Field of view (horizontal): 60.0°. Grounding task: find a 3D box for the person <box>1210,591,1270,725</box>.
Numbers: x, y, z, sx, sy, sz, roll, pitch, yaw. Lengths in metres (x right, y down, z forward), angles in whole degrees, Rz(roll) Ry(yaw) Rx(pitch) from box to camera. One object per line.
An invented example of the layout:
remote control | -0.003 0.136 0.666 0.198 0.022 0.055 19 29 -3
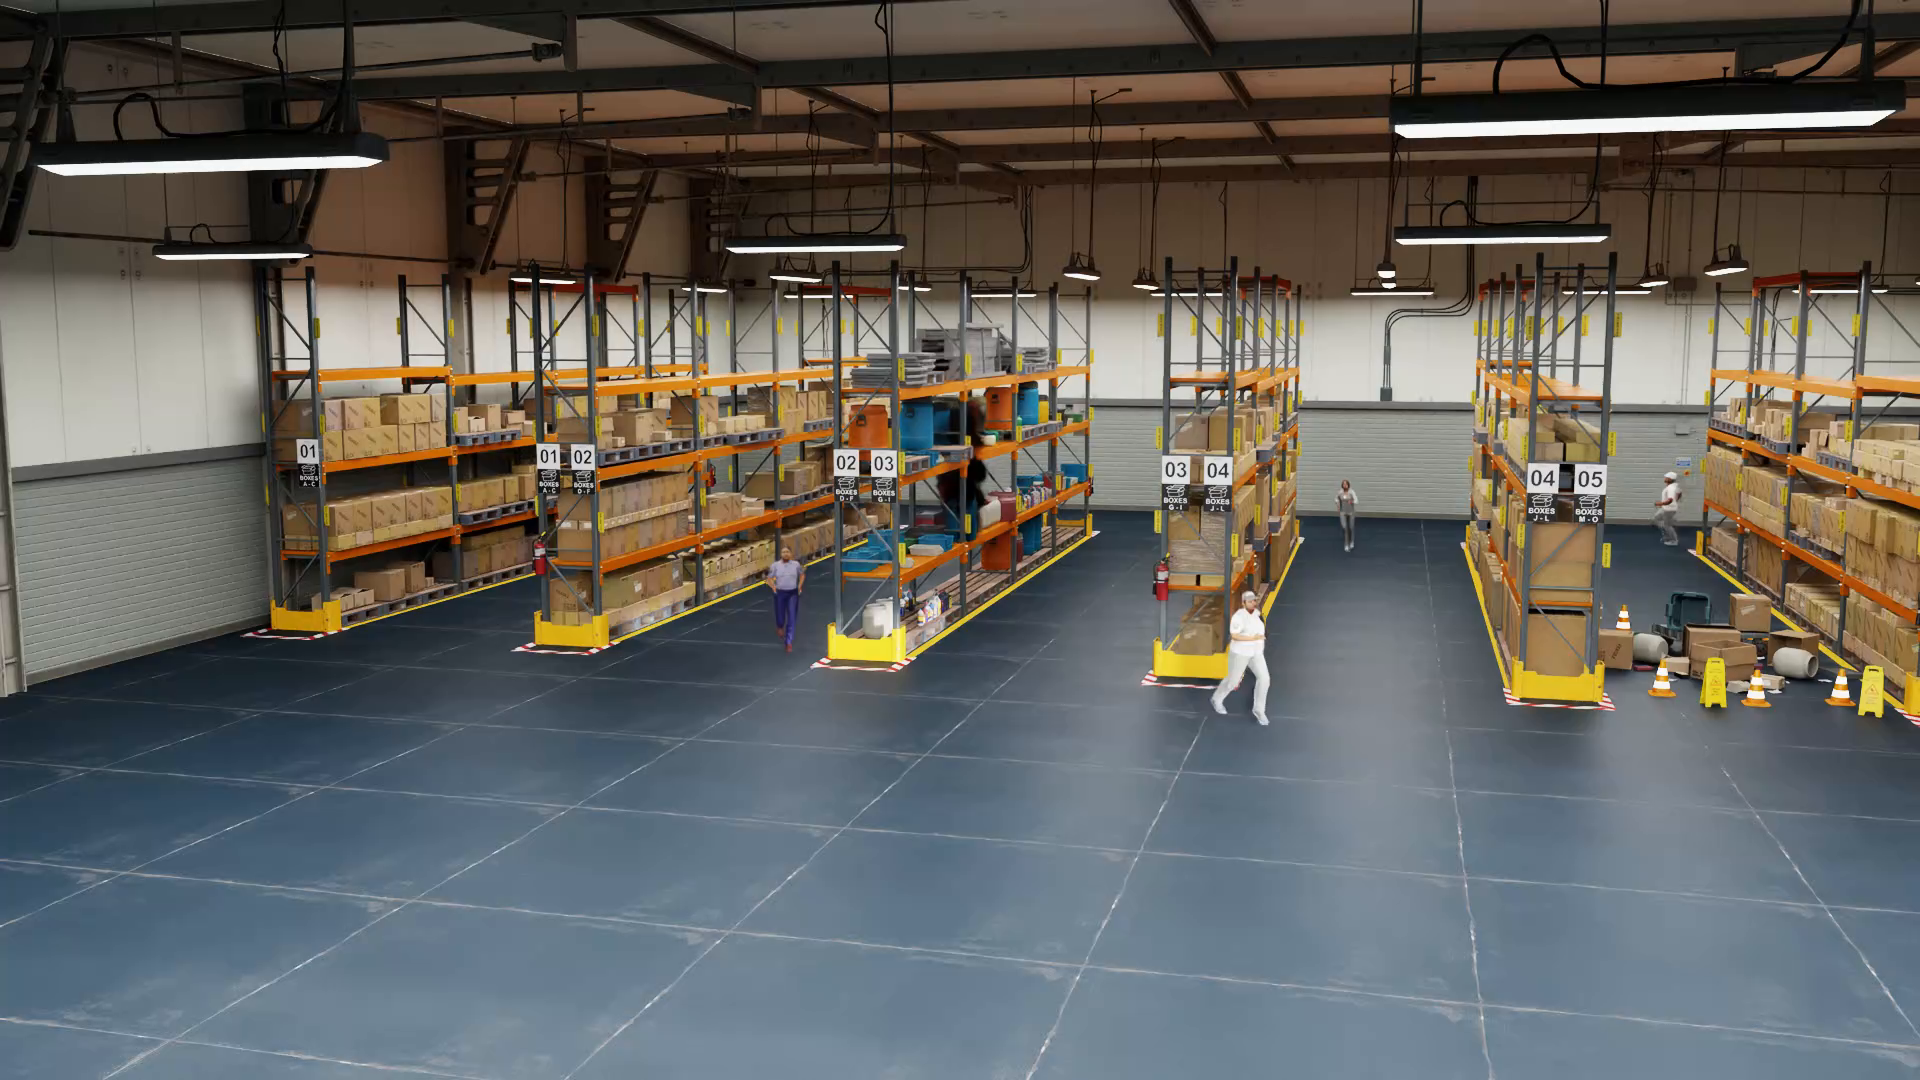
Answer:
person | 3.644 1.490 21.340 0.611 1.716 0.882 -4 8 -31

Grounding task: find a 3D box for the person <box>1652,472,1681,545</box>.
person | 16.320 -0.722 38.369 0.618 1.715 0.715 2 8 18

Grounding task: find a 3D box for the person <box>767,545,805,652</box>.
person | -2.708 0.893 25.964 0.607 1.630 0.779 -1 7 -9

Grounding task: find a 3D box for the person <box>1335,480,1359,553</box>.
person | 8.740 -0.558 37.644 0.538 1.636 0.706 2 8 15
